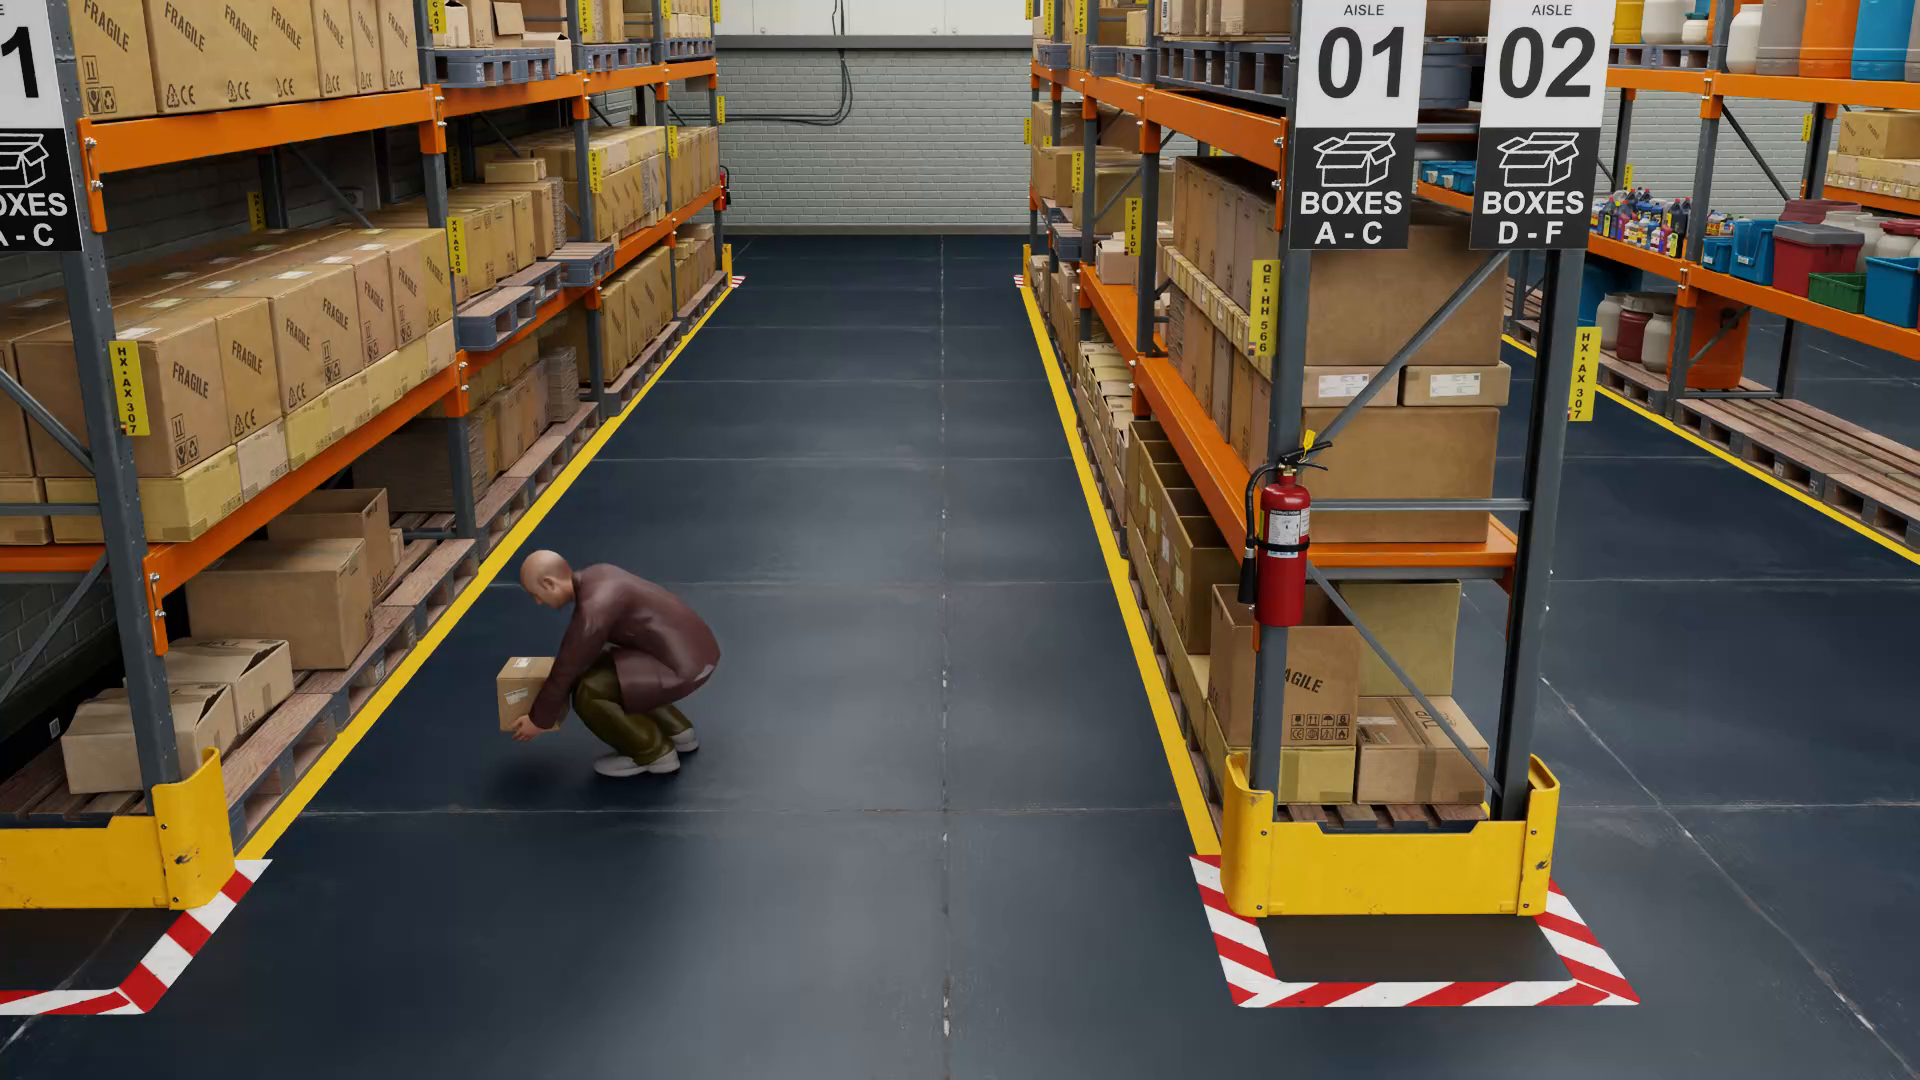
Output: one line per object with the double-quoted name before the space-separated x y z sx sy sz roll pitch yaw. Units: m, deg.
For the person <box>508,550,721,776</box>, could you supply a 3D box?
"person" -1.501 0.509 7.229 0.907 1.004 0.613 0 17 -1
